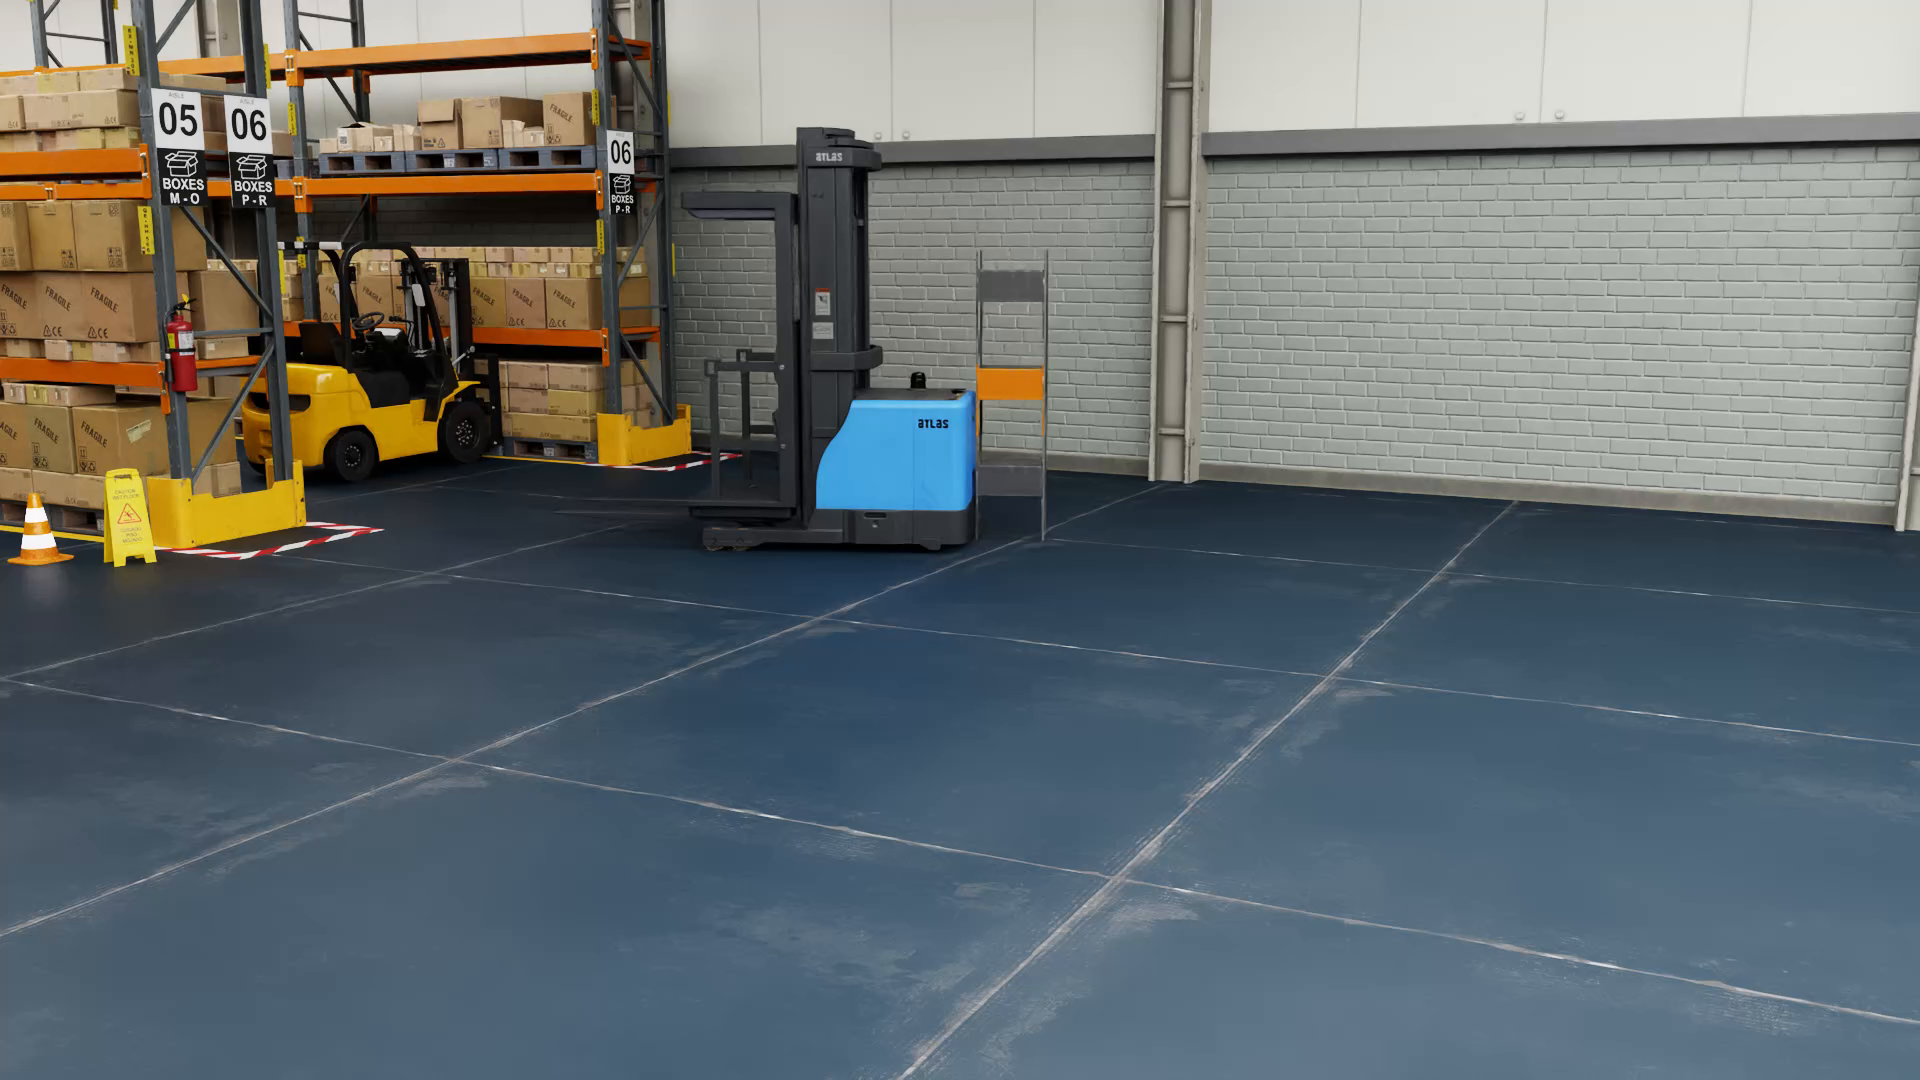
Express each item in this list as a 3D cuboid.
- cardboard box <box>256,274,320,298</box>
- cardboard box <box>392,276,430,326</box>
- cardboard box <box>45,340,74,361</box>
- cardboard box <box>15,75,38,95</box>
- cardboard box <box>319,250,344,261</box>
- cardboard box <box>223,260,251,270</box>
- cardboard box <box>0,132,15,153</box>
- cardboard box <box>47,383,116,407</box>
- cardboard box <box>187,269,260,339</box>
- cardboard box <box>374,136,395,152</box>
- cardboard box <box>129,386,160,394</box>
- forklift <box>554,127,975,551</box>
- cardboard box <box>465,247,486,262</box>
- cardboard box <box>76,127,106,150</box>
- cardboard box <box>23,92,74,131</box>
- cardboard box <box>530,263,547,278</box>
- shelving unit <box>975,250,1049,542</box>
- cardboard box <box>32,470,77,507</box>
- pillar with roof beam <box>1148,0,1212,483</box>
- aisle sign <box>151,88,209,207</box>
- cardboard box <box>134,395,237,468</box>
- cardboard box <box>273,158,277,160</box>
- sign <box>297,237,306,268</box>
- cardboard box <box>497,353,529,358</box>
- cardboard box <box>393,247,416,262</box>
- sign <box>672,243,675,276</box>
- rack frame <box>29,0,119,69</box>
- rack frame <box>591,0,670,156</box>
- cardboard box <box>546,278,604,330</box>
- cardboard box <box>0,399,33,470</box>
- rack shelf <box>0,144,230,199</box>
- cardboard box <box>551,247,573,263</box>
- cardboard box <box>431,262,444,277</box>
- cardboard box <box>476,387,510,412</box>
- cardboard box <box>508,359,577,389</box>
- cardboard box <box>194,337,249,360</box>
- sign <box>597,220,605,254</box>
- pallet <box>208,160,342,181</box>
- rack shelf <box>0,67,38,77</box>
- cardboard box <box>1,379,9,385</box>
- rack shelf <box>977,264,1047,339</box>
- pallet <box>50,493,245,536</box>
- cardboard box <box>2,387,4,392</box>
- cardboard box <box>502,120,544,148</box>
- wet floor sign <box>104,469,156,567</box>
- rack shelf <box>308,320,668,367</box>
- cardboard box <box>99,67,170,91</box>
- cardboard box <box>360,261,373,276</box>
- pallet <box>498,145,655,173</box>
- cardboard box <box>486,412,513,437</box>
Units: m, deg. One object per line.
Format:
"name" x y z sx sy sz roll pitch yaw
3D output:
"cardboard box" -7.329 -2.788 18.231 0.500 0.250 0.500 5 11 25
"cardboard box" -5.564 -2.513 17.410 0.500 0.500 0.500 5 11 25
"cardboard box" -6.553 -1.423 12.375 0.250 0.149 0.380 5 12 27
"cardboard box" -6.688 -3.326 12.231 0.250 0.149 0.380 5 11 26
"cardboard box" -6.621 -3.060 17.780 0.250 0.149 0.380 5 12 27
"cardboard box" -7.911 -3.023 18.407 0.250 0.149 0.380 5 11 24
"cardboard box" -6.961 -2.951 12.396 0.250 0.149 0.380 5 11 24
"cardboard box" -6.574 -1.091 12.452 0.250 0.149 0.380 5 12 27
"cardboard box" -5.684 -1.787 12.566 0.500 0.500 0.500 5 11 25
"cardboard box" -5.819 -4.082 17.185 0.250 0.149 0.380 5 12 28
"cardboard box" -9.220 -1.870 19.628 0.625 0.625 0.875 5 12 28
"forklift" -1.413 -1.456 12.042 3.031 2.935 1.130 1 10 5
"cardboard box" -4.792 -2.897 16.876 0.250 0.149 0.380 5 12 27
"cardboard box" -6.063 -2.860 11.893 0.250 0.149 0.380 5 11 26
"cardboard box" -6.405 -3.098 12.087 0.500 0.250 0.500 5 11 25
"cardboard box" -4.072 -2.700 16.621 0.250 0.149 0.380 5 12 27
"shelving unit" 0.380 -1.055 12.166 0.503 2.100 0.431 1 10 5
"cardboard box" -6.687 -0.426 12.705 0.500 0.250 0.500 5 11 26
"pillar with roof beam" 0.061 -4.293 10.685 0.400 9.000 9.100 5 11 26
"aisle sign" -5.454 -2.738 11.636 0.004 0.787 0.394 5 11 26
"cardboard box" -6.004 -0.842 12.896 0.500 0.500 0.500 5 11 24
"cardboard box" -7.728 -4.325 18.529 0.250 0.149 0.380 5 11 26
"sign" -7.007 -3.062 17.695 0.005 0.325 0.100 5 11 26
"cardboard box" -4.886 -1.838 17.698 0.500 0.250 0.500 5 11 25
"cardboard box" -5.684 -2.983 17.351 0.250 0.149 0.380 5 11 25
"sign" -2.938 -2.856 16.935 0.005 0.325 0.100 5 11 26
"rack frame" -10.363 -5.885 19.481 0.127 3.000 1.000 5 11 26
"rack frame" -3.189 -5.255 15.998 0.127 3.000 1.000 5 11 26
"cardboard box" -3.746 -2.349 16.506 0.500 0.500 0.500 5 11 25
"cardboard box" -7.135 -0.835 12.860 0.500 0.500 0.500 5 11 24
"rack shelf" -7.175 -2.790 12.818 4.000 0.370 1.077 5 11 26
"cardboard box" -3.838 -2.827 16.489 0.250 0.149 0.380 5 11 26
"cardboard box" -5.229 -2.794 17.145 0.250 0.149 0.380 5 11 25
"cardboard box" -4.681 -1.470 17.065 0.500 0.250 0.500 5 11 25
"cardboard box" -4.200 -1.674 16.793 0.500 0.250 0.500 5 12 27
"cardboard box" -5.595 -1.446 12.503 0.250 0.149 0.380 5 11 26
"sign" -3.441 -2.904 15.935 0.005 0.325 0.100 5 11 26
"pallet" -7.573 -4.067 18.396 1.217 0.209 0.805 5 11 24
"rack shelf" -12.157 -5.492 20.451 4.000 0.370 1.077 5 11 26
"cardboard box" -11.752 -1.991 20.648 0.500 0.500 0.500 6 12 28
"rack shelf" 0.380 -1.731 12.044 0.480 0.518 0.431 1 10 5
"pallet" -6.163 -0.213 12.817 1.213 0.211 1.003 5 11 26
"cardboard box" -7.863 -1.004 13.792 0.500 0.500 0.500 5 12 27
"cardboard box" -4.294 -4.005 16.434 0.258 0.266 0.396 5 11 26
"wet floor sign" -5.685 -0.166 11.333 0.267 0.644 0.232 -10 14 -43
"rack shelf" -4.982 -2.107 17.467 4.000 0.370 1.077 5 11 26
"cardboard box" -5.816 -3.234 11.721 0.250 0.149 0.380 5 11 26
"cardboard box" -6.128 -2.883 17.636 0.250 0.149 0.380 5 11 26
"pallet" -3.811 -3.795 16.604 1.213 0.211 1.003 5 11 26
"cardboard box" -4.636 -1.225 17.116 0.500 0.250 0.500 5 11 26
